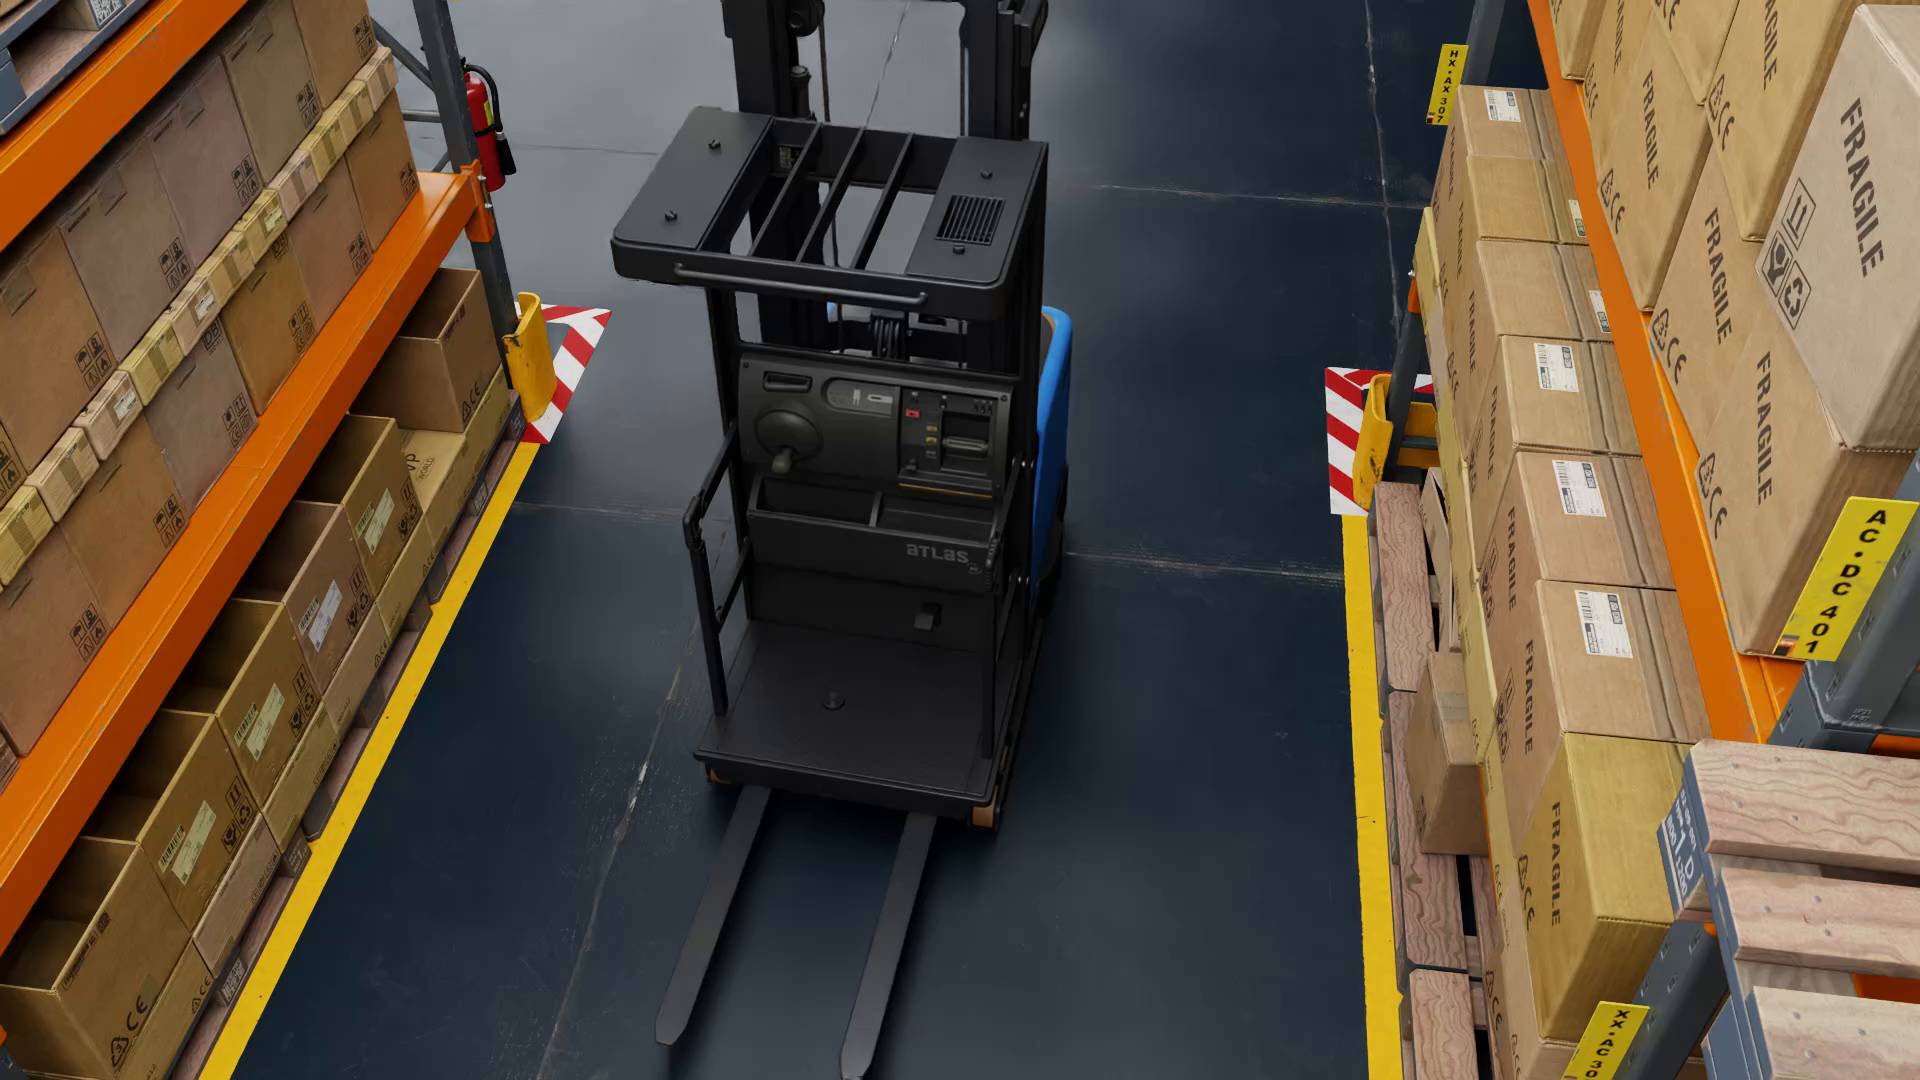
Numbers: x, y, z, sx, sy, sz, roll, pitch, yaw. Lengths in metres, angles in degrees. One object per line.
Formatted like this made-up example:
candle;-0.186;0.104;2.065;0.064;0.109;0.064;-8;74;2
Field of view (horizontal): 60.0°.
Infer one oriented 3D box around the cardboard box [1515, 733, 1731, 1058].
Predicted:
cardboard box;1.595;0.808;3.764;0.500;0.500;0.500;5;44;5

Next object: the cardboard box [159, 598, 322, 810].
cardboard box;-2.568;0.541;5.646;0.500;0.500;0.500;5;44;6

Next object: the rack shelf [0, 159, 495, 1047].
rack shelf;-2.807;-0.166;5.767;1.077;0.370;4.000;5;44;6

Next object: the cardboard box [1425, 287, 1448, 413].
cardboard box;1.934;-0.636;5.835;0.500;0.250;0.500;4;44;4

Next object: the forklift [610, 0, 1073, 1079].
forklift;-0.332;-0.290;5.424;1.130;2.935;3.031;8;44;8

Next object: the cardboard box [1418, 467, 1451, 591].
cardboard box;2.187;-0.062;6.770;0.500;0.311;0.500;1;43;1

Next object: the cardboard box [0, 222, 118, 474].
cardboard box;-2.887;-0.560;4.644;0.700;0.500;0.500;5;44;5

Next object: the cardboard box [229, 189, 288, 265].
cardboard box;-2.541;-1.081;5.666;0.380;0.149;0.250;6;44;7

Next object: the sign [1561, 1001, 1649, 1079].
sign;1.300;1.025;3.356;0.100;0.325;0.005;5;44;6

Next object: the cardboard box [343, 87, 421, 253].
cardboard box;-2.617;-1.509;6.590;0.700;0.500;0.500;5;44;6

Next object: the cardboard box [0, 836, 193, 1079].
cardboard box;-2.700;1.222;4.927;0.500;0.500;0.500;5;44;6

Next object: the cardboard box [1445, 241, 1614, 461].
cardboard box;1.857;-0.582;5.232;0.500;0.500;0.500;4;44;4

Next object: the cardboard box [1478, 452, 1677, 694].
cardboard box;1.733;0.125;4.485;0.500;0.500;0.500;4;44;4

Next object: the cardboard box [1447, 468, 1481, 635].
cardboard box;1.792;0.055;5.105;0.500;0.250;0.500;6;44;6

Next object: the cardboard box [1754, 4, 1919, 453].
cardboard box;1.637;-0.478;2.577;0.500;0.500;0.500;2;43;2

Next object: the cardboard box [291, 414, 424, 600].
cardboard box;-2.436;-0.141;6.366;0.500;0.500;0.500;5;44;6

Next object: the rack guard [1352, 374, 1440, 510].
rack guard;2.358;-0.383;7.291;1.175;0.500;0.348;5;44;6

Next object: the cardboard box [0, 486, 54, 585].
cardboard box;-2.745;-0.027;4.553;0.380;0.149;0.250;5;44;5

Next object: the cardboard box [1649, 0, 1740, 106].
cardboard box;1.757;-1.209;3.350;0.500;0.500;0.500;4;44;4

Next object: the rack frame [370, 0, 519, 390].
rack frame;-2.543;-1.790;6.959;1.000;3.000;0.127;5;44;6

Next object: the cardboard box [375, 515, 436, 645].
cardboard box;-2.439;0.131;6.624;0.500;0.250;0.500;5;44;6

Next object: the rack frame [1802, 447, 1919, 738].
rack frame;1.839;-0.795;1.544;1.000;3.000;0.127;5;44;6

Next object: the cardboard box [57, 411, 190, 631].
cardboard box;-2.886;-0.105;5.106;0.700;0.500;0.500;6;44;6

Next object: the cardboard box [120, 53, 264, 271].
cardboard box;-2.754;-1.242;5.364;0.700;0.500;0.500;5;44;6

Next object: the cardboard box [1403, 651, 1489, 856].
cardboard box;1.965;0.753;5.771;0.700;0.500;0.500;3;44;3

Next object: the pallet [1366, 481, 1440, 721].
pallet;2.216;0.273;6.809;1.003;0.211;1.213;5;44;6

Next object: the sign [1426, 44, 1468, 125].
sign;1.830;-1.706;6.240;0.100;0.325;0.005;5;44;6

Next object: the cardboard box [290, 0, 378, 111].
cardboard box;-2.624;-1.944;6.106;0.700;0.500;0.500;5;44;6

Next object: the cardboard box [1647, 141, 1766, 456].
cardboard box;1.740;-0.459;3.284;0.500;0.500;0.500;2;43;2

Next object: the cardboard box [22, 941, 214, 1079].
cardboard box;-2.710;1.494;5.185;0.500;0.250;0.500;5;44;6

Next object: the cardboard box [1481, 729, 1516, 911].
cardboard box;1.675;0.742;4.379;0.500;0.250;0.500;5;44;6

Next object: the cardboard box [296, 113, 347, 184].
cardboard box;-2.471;-1.431;6.036;0.380;0.149;0.250;5;44;5

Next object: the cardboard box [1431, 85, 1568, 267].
cardboard box;2.007;-1.269;5.958;0.500;0.500;0.500;5;44;6

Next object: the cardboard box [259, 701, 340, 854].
cardboard box;-2.567;0.813;5.904;0.500;0.250;0.500;5;44;6

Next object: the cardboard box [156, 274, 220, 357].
cardboard box;-2.607;-0.727;5.291;0.380;0.149;0.250;5;44;5

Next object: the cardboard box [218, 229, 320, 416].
cardboard box;-2.753;-0.813;5.854;0.700;0.500;0.500;6;44;6

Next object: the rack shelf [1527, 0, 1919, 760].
rack shelf;2.104;-0.807;4.262;1.077;0.370;4.000;5;44;6

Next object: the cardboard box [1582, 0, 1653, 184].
cardboard box;1.855;-1.186;4.052;0.500;0.500;0.500;8;44;8

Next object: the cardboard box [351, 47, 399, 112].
cardboard box;-2.404;-1.784;6.408;0.380;0.149;0.250;5;44;5

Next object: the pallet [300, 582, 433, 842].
pallet;-2.766;0.577;6.487;1.003;0.211;1.213;5;44;6

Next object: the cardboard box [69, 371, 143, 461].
cardboard box;-2.678;-0.380;4.925;0.380;0.149;0.250;4;44;4

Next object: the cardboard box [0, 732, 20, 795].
cardboard box;-3.019;0.597;4.365;0.700;0.500;0.500;4;44;4

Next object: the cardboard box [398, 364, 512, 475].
cardboard box;-2.321;-0.552;7.345;0.500;0.250;0.500;5;44;6

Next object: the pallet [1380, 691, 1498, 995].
pallet;2.052;1.102;5.933;1.003;0.211;1.213;5;44;6

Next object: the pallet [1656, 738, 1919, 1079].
pallet;1.652;0.774;2.206;1.213;0.211;1.003;5;44;6
